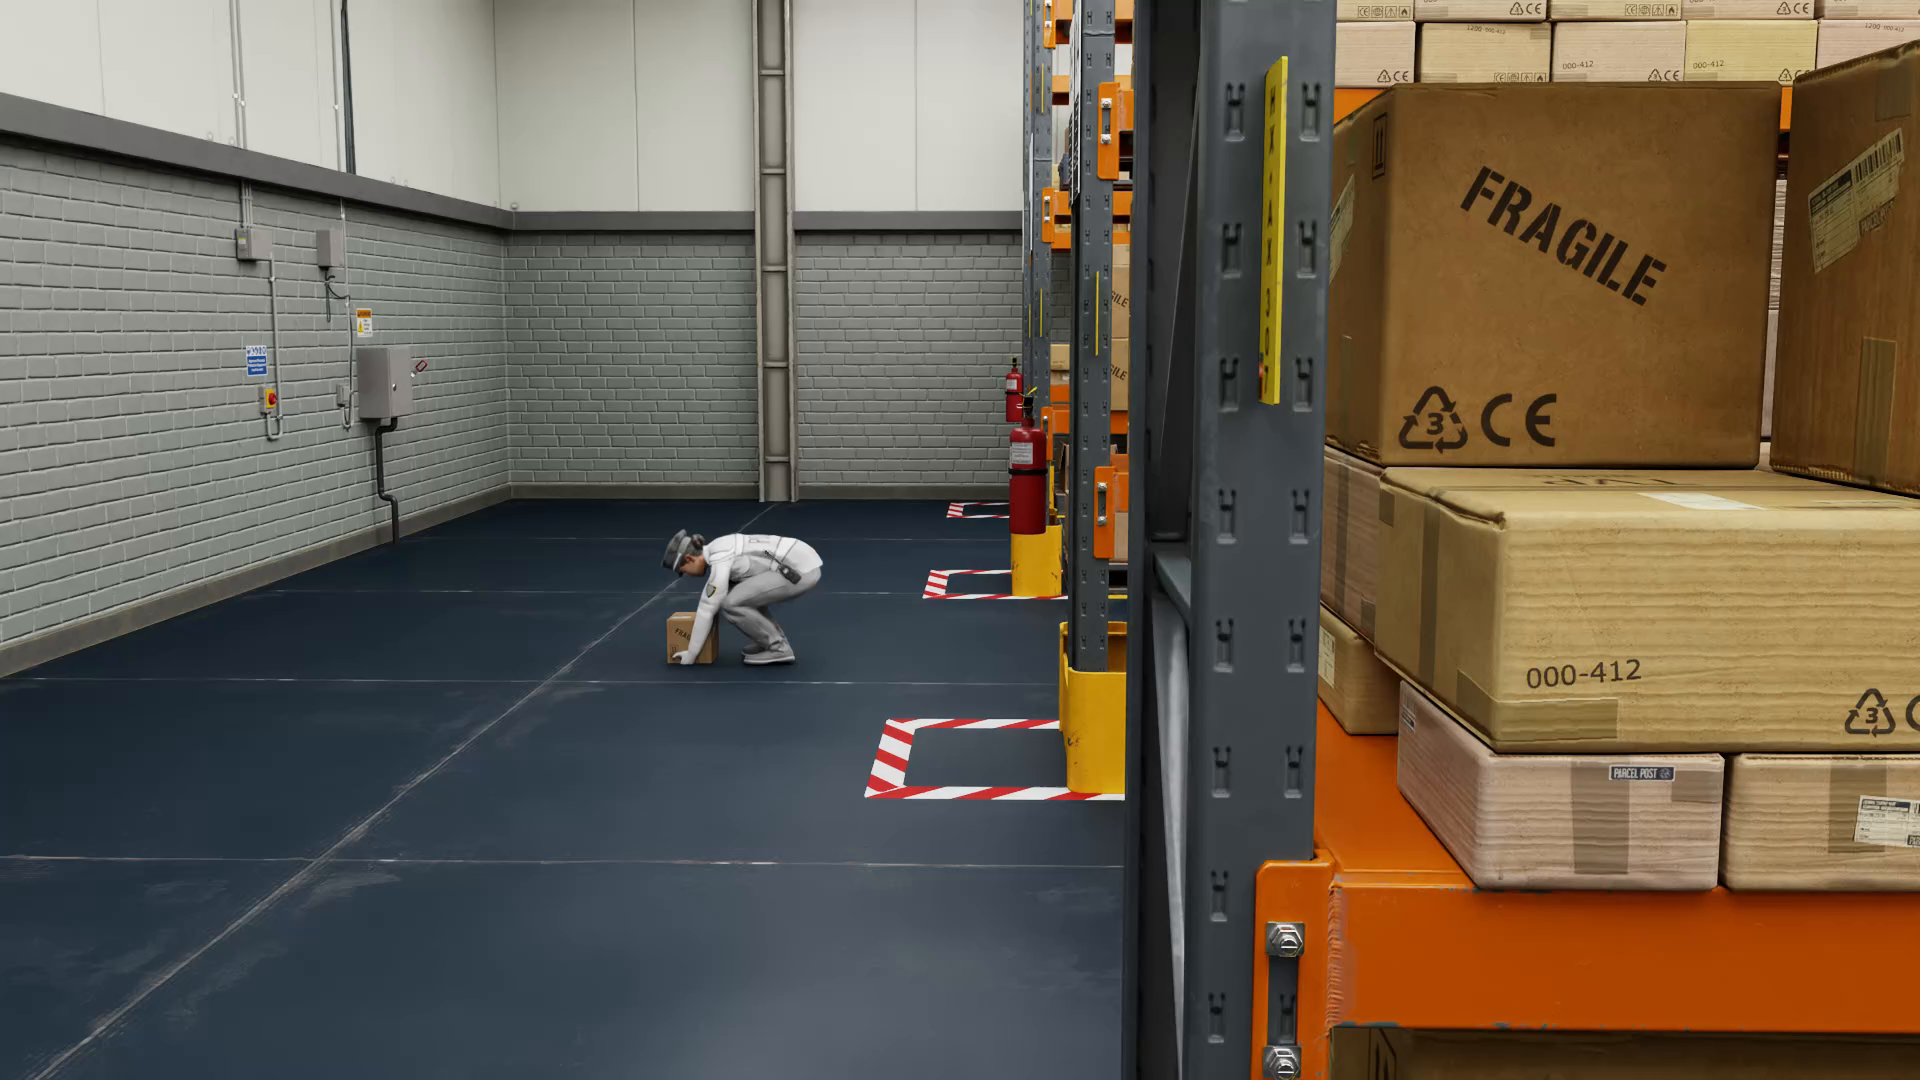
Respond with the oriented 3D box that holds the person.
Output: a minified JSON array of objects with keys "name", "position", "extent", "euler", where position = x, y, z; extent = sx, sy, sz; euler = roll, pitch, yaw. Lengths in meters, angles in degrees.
[{"name":"person","position":[-1.236,0.318,9.430],"extent":[0.914,0.770,0.448],"euler":[0,7,0]}]
